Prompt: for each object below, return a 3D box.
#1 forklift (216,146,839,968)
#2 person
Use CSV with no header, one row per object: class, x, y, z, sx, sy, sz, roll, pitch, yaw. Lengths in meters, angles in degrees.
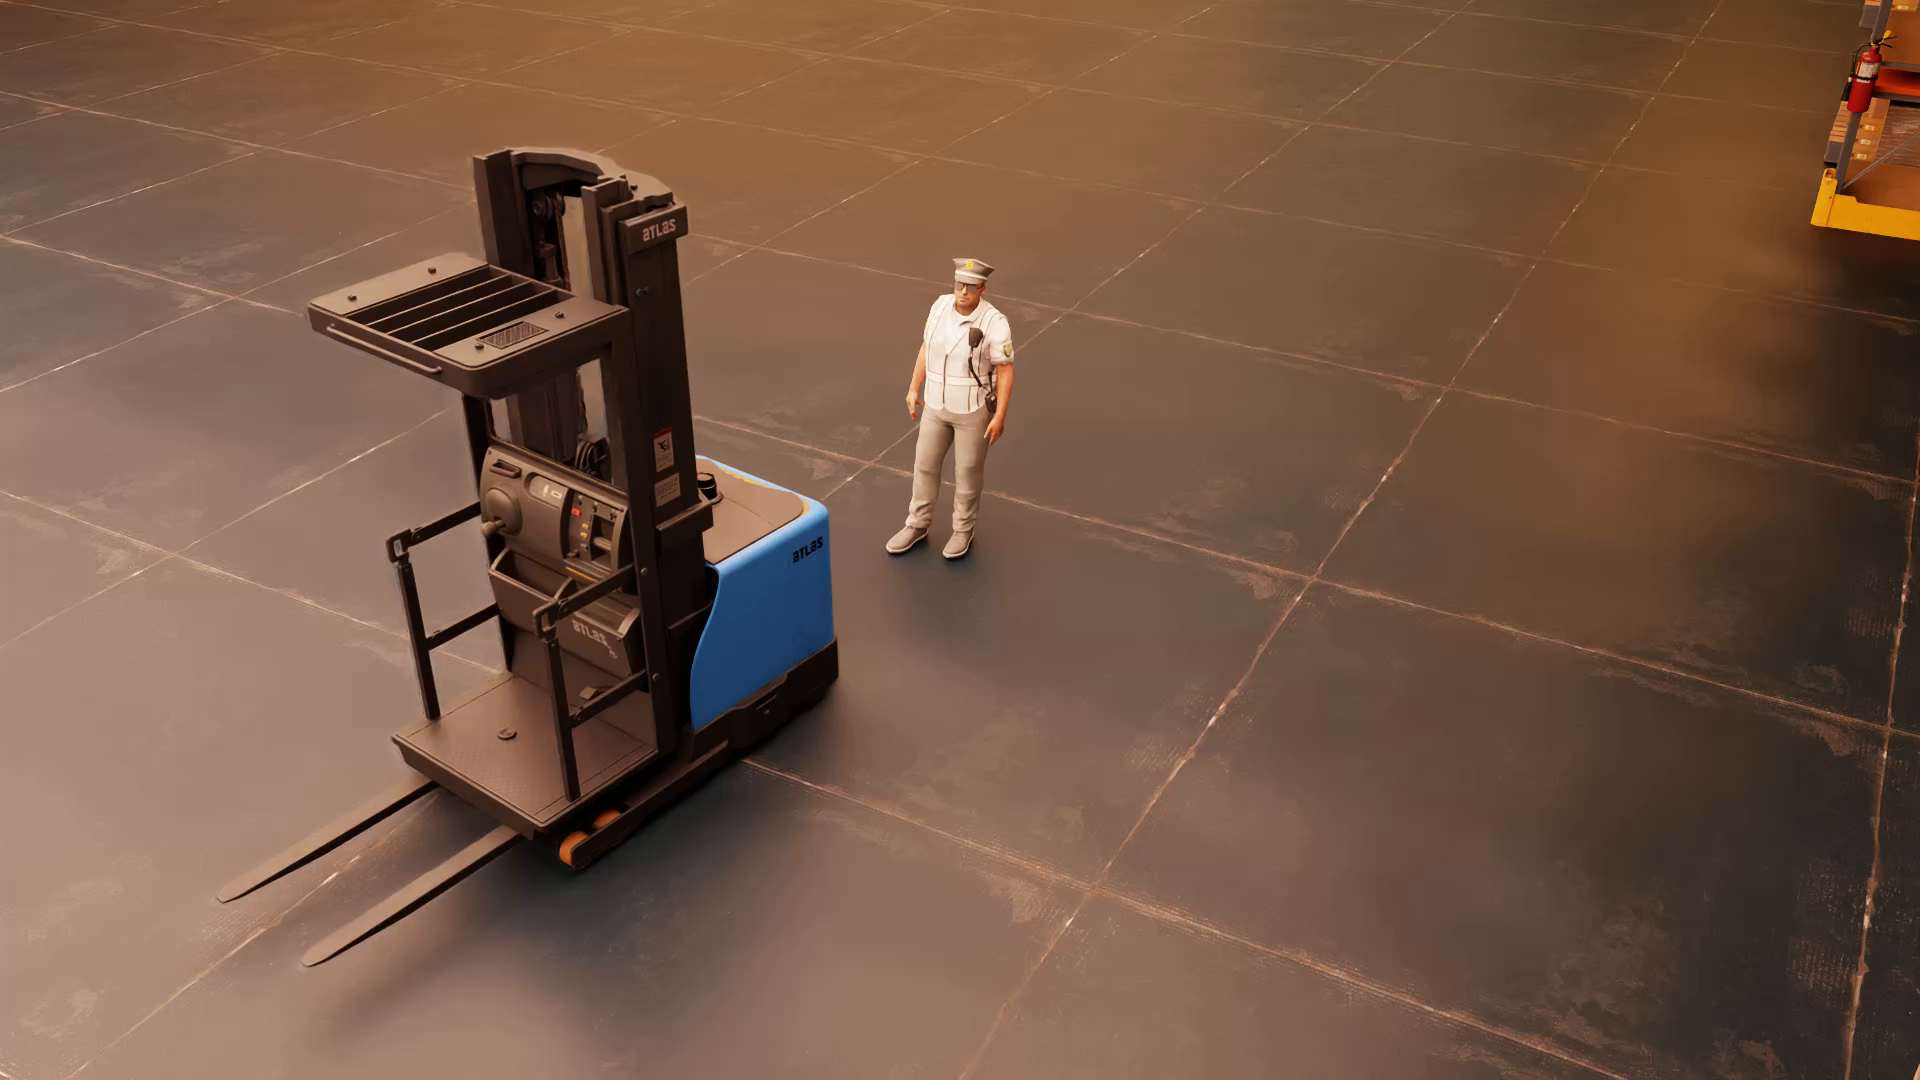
forklift,-1.930,-0.077,7.205,1.130,2.935,3.031,21,36,32
person,-0.048,-0.747,9.499,0.641,1.781,0.574,15,33,25
